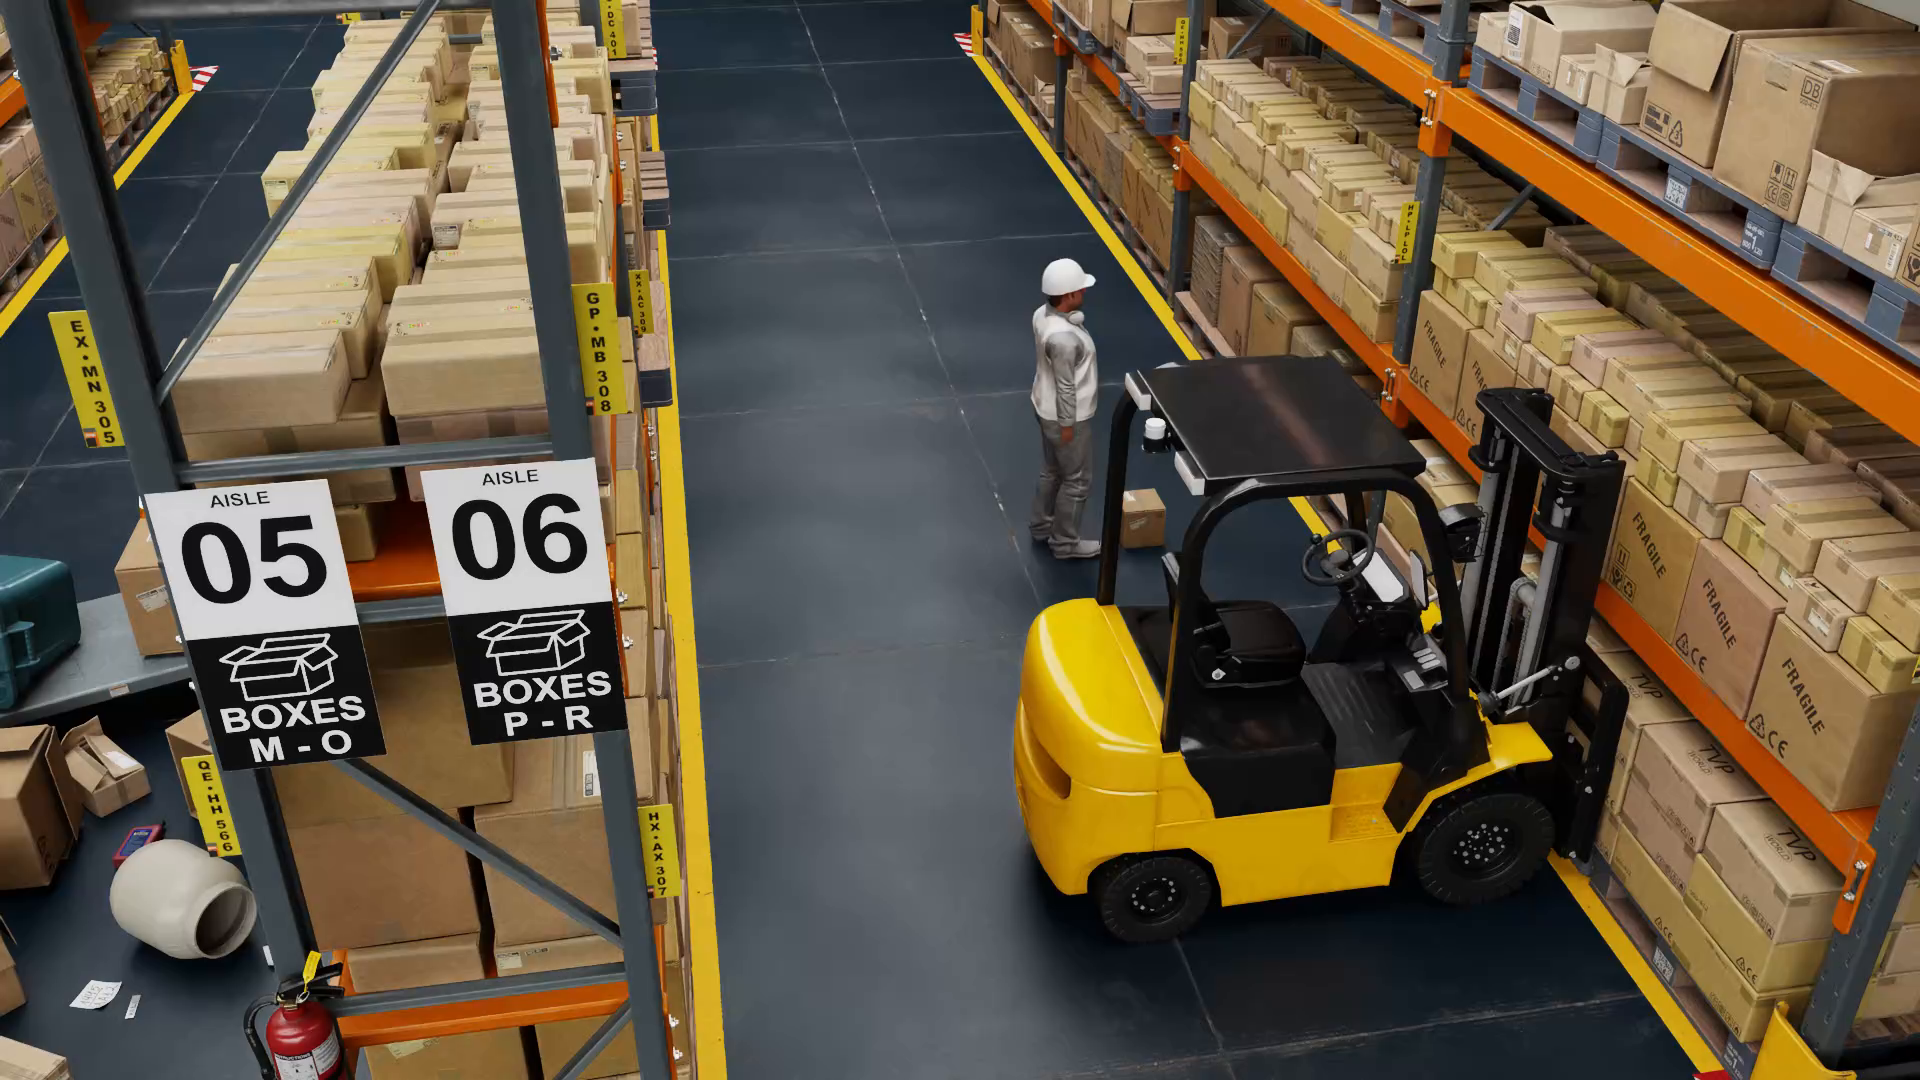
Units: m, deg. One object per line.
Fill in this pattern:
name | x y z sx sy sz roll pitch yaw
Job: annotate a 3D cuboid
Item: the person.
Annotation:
person | 0.613 -0.745 9.383 0.407 1.771 0.533 -5 31 -8
